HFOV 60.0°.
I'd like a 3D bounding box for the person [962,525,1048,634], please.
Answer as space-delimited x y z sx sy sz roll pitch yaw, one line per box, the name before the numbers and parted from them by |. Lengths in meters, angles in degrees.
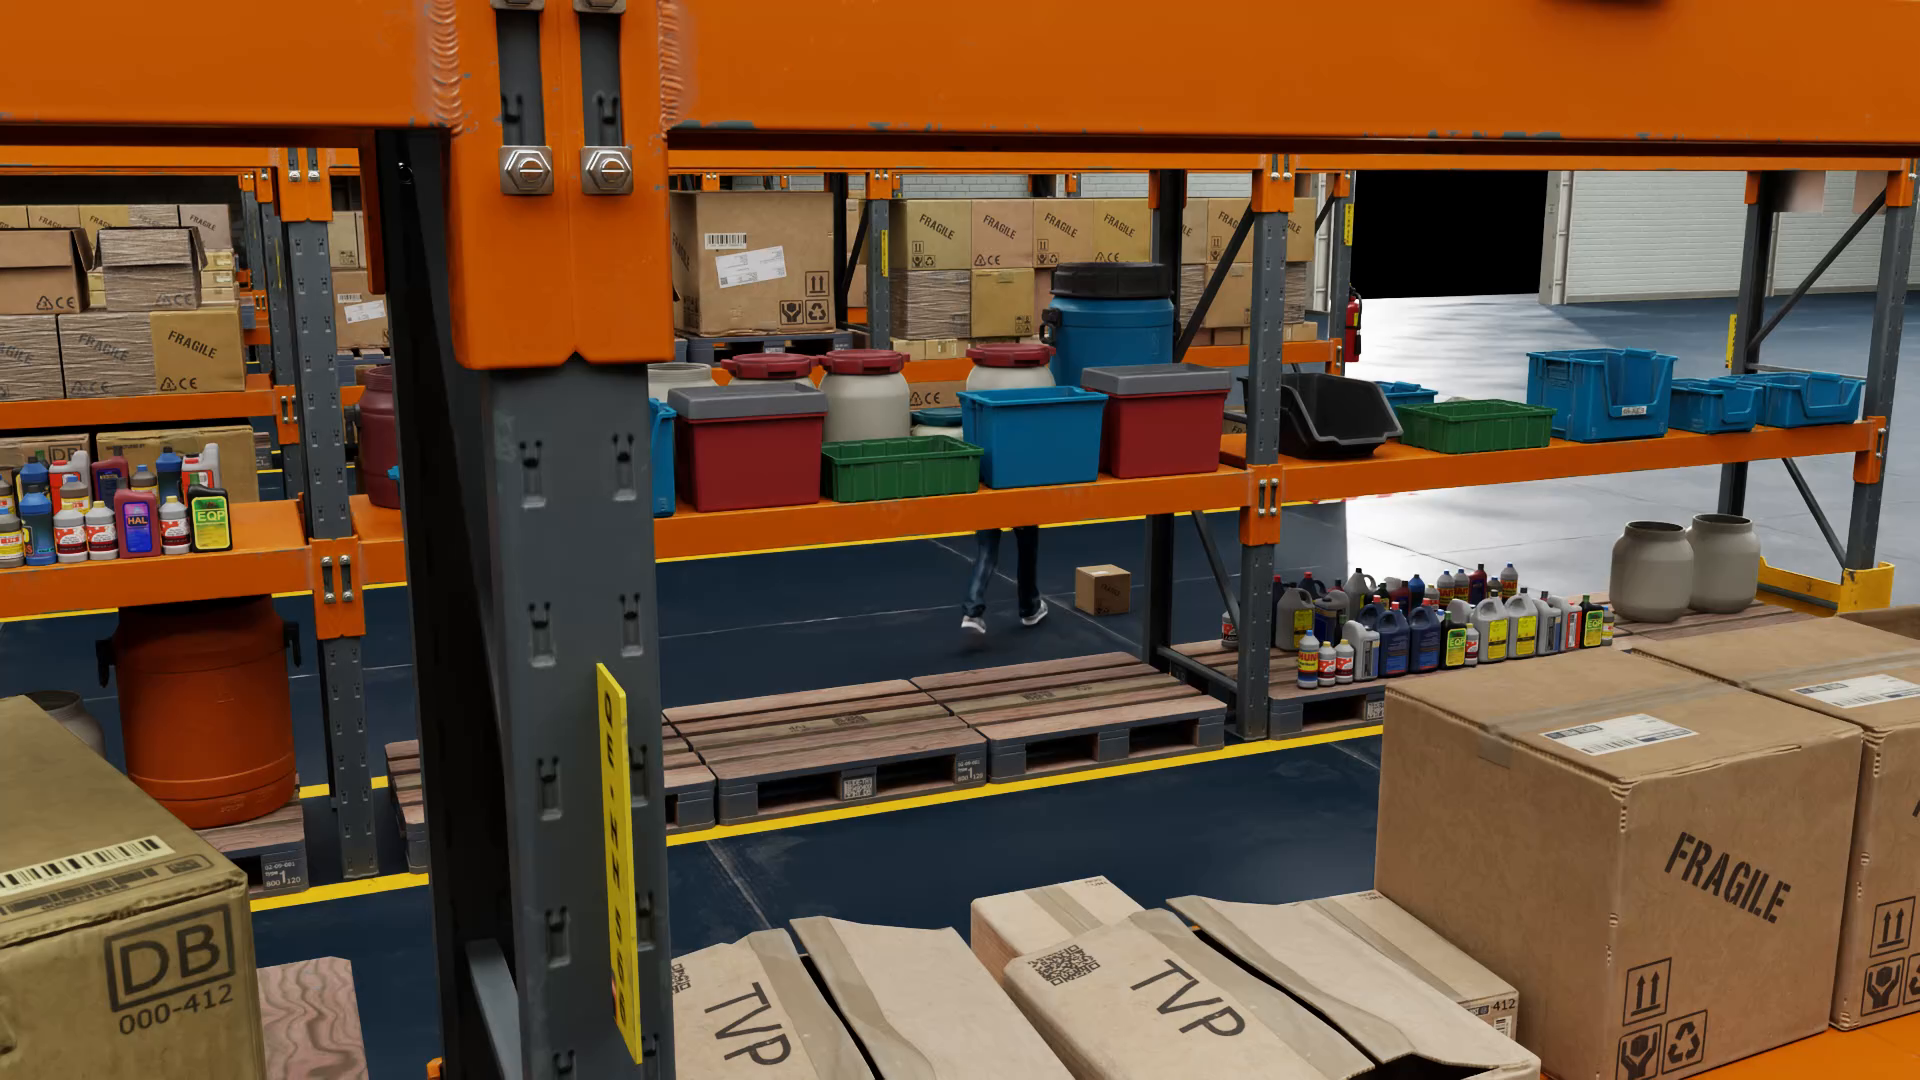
person | 0.255 -0.231 9.542 0.408 1.559 0.879 5 13 22
